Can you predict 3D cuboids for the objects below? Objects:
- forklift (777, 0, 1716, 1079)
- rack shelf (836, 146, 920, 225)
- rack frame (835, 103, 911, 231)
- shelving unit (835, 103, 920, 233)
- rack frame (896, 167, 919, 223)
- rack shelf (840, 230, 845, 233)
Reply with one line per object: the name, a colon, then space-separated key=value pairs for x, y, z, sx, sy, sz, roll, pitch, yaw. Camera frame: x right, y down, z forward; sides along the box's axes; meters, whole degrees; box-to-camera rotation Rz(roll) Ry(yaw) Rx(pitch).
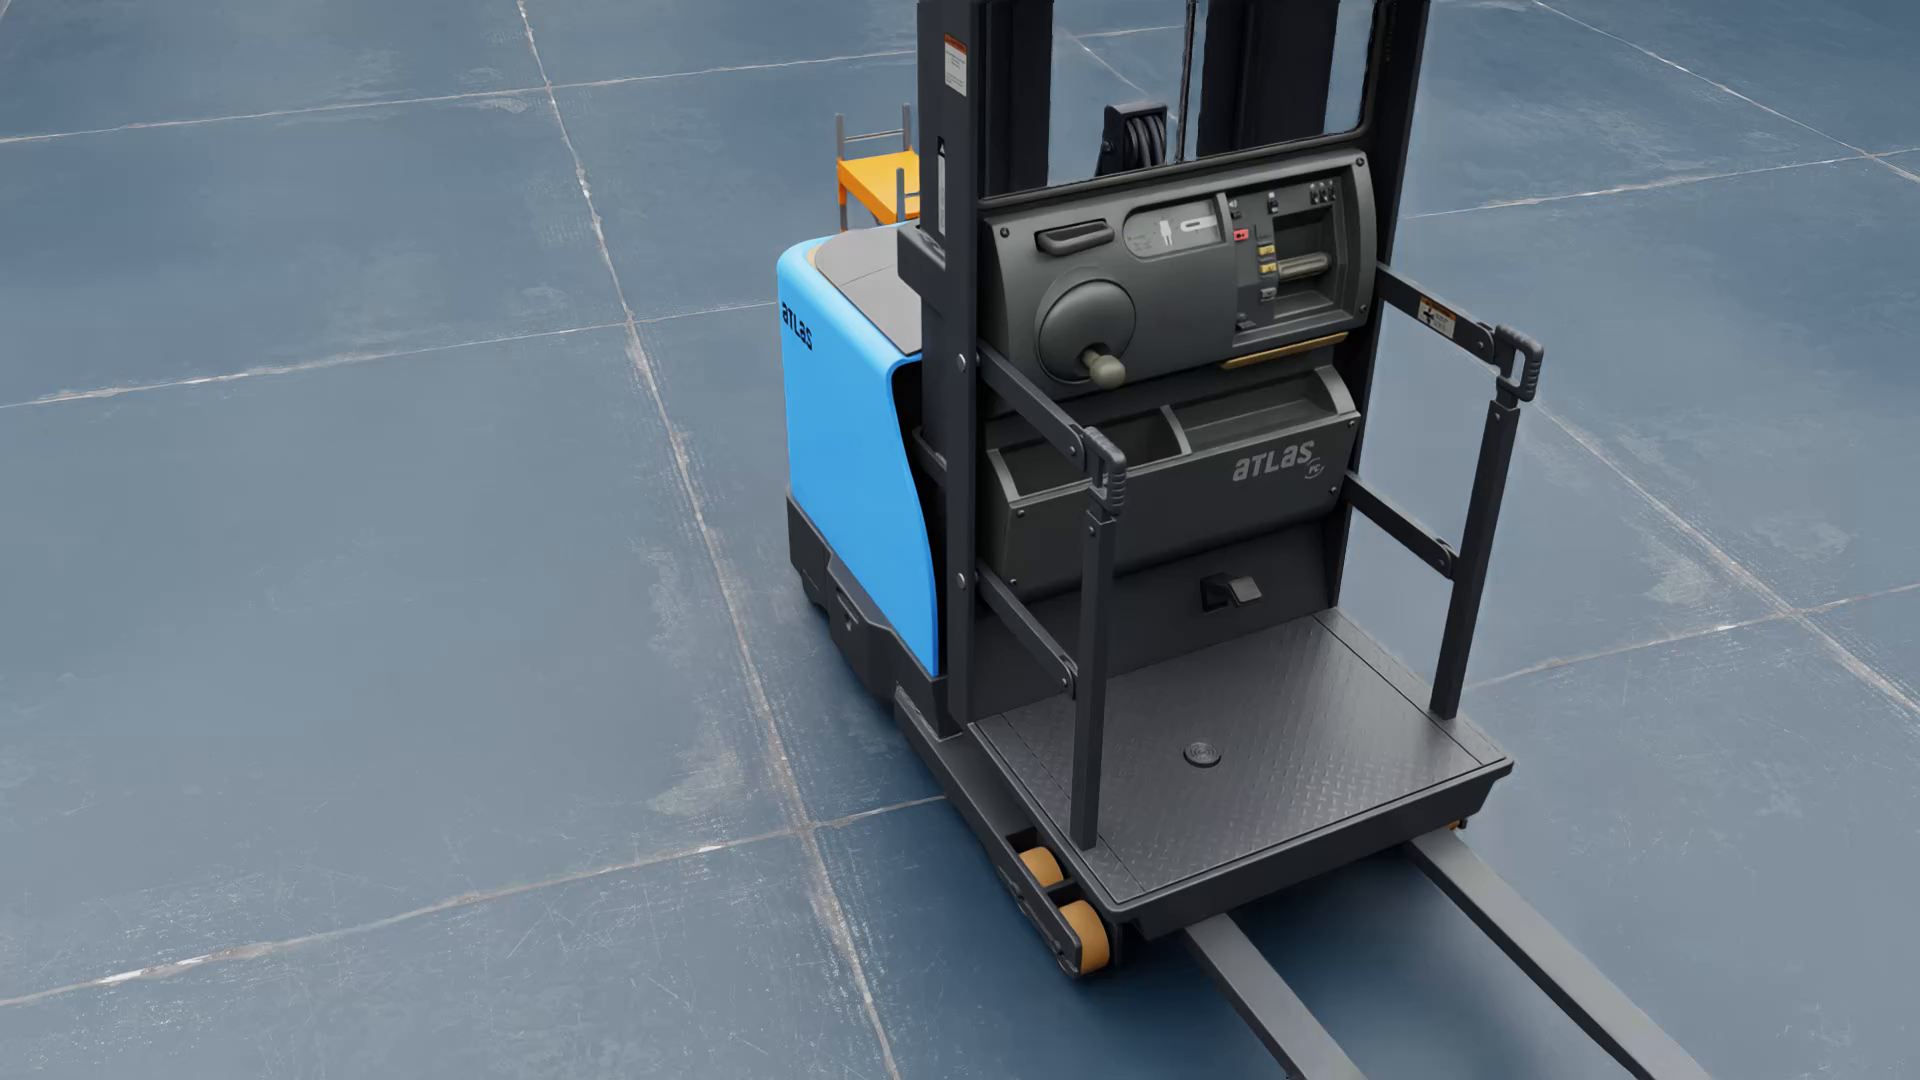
forklift: x=0.591 y=-0.520 z=3.378 sx=1.130 sy=2.935 sz=3.031 roll=-15 pitch=36 yaw=-22
rack shelf: x=-0.166 y=-1.013 z=4.982 sx=0.258 sy=0.148 sz=0.480 roll=-14 pitch=36 yaw=-20
rack frame: x=-0.265 y=-0.808 z=5.385 sx=0.240 sy=1.200 sz=0.015 roll=-14 pitch=36 yaw=-20
shelving unit: x=-0.166 y=-0.685 z=5.198 sx=0.258 sy=1.200 sz=0.503 roll=-14 pitch=36 yaw=-20
rack frame: x=-0.067 y=-0.562 z=5.012 sx=0.240 sy=1.200 sz=0.015 roll=-14 pitch=36 yaw=-20
rack shelf: x=-0.166 y=-0.816 z=5.112 sx=0.258 sy=0.148 sz=0.480 roll=-14 pitch=36 yaw=-20
